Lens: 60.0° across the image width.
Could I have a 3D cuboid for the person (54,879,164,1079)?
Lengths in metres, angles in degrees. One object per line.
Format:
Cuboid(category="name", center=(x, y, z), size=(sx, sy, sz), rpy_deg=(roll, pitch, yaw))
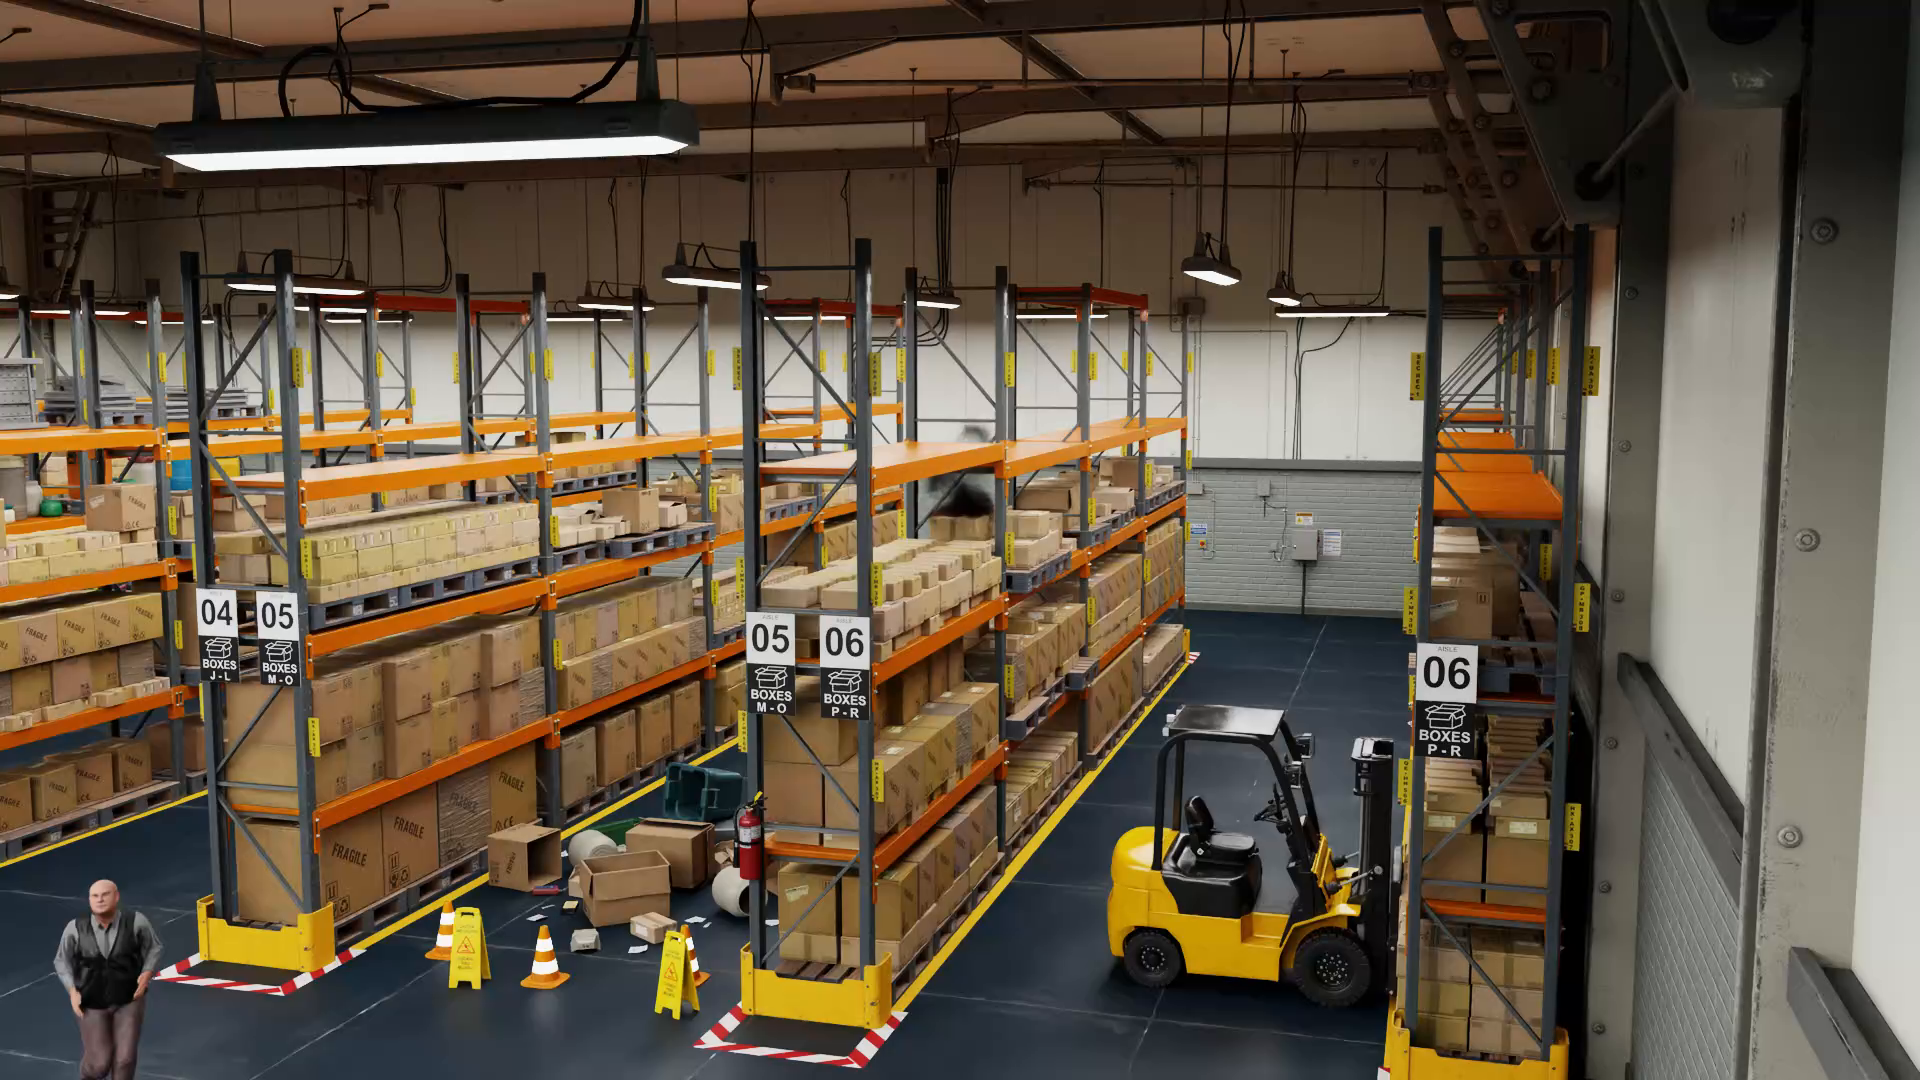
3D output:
Cuboid(category="person", center=(-5.692, 3.094, 11.169), size=(0.658, 1.697, 0.633), rpy_deg=(-4, 7, -29))
